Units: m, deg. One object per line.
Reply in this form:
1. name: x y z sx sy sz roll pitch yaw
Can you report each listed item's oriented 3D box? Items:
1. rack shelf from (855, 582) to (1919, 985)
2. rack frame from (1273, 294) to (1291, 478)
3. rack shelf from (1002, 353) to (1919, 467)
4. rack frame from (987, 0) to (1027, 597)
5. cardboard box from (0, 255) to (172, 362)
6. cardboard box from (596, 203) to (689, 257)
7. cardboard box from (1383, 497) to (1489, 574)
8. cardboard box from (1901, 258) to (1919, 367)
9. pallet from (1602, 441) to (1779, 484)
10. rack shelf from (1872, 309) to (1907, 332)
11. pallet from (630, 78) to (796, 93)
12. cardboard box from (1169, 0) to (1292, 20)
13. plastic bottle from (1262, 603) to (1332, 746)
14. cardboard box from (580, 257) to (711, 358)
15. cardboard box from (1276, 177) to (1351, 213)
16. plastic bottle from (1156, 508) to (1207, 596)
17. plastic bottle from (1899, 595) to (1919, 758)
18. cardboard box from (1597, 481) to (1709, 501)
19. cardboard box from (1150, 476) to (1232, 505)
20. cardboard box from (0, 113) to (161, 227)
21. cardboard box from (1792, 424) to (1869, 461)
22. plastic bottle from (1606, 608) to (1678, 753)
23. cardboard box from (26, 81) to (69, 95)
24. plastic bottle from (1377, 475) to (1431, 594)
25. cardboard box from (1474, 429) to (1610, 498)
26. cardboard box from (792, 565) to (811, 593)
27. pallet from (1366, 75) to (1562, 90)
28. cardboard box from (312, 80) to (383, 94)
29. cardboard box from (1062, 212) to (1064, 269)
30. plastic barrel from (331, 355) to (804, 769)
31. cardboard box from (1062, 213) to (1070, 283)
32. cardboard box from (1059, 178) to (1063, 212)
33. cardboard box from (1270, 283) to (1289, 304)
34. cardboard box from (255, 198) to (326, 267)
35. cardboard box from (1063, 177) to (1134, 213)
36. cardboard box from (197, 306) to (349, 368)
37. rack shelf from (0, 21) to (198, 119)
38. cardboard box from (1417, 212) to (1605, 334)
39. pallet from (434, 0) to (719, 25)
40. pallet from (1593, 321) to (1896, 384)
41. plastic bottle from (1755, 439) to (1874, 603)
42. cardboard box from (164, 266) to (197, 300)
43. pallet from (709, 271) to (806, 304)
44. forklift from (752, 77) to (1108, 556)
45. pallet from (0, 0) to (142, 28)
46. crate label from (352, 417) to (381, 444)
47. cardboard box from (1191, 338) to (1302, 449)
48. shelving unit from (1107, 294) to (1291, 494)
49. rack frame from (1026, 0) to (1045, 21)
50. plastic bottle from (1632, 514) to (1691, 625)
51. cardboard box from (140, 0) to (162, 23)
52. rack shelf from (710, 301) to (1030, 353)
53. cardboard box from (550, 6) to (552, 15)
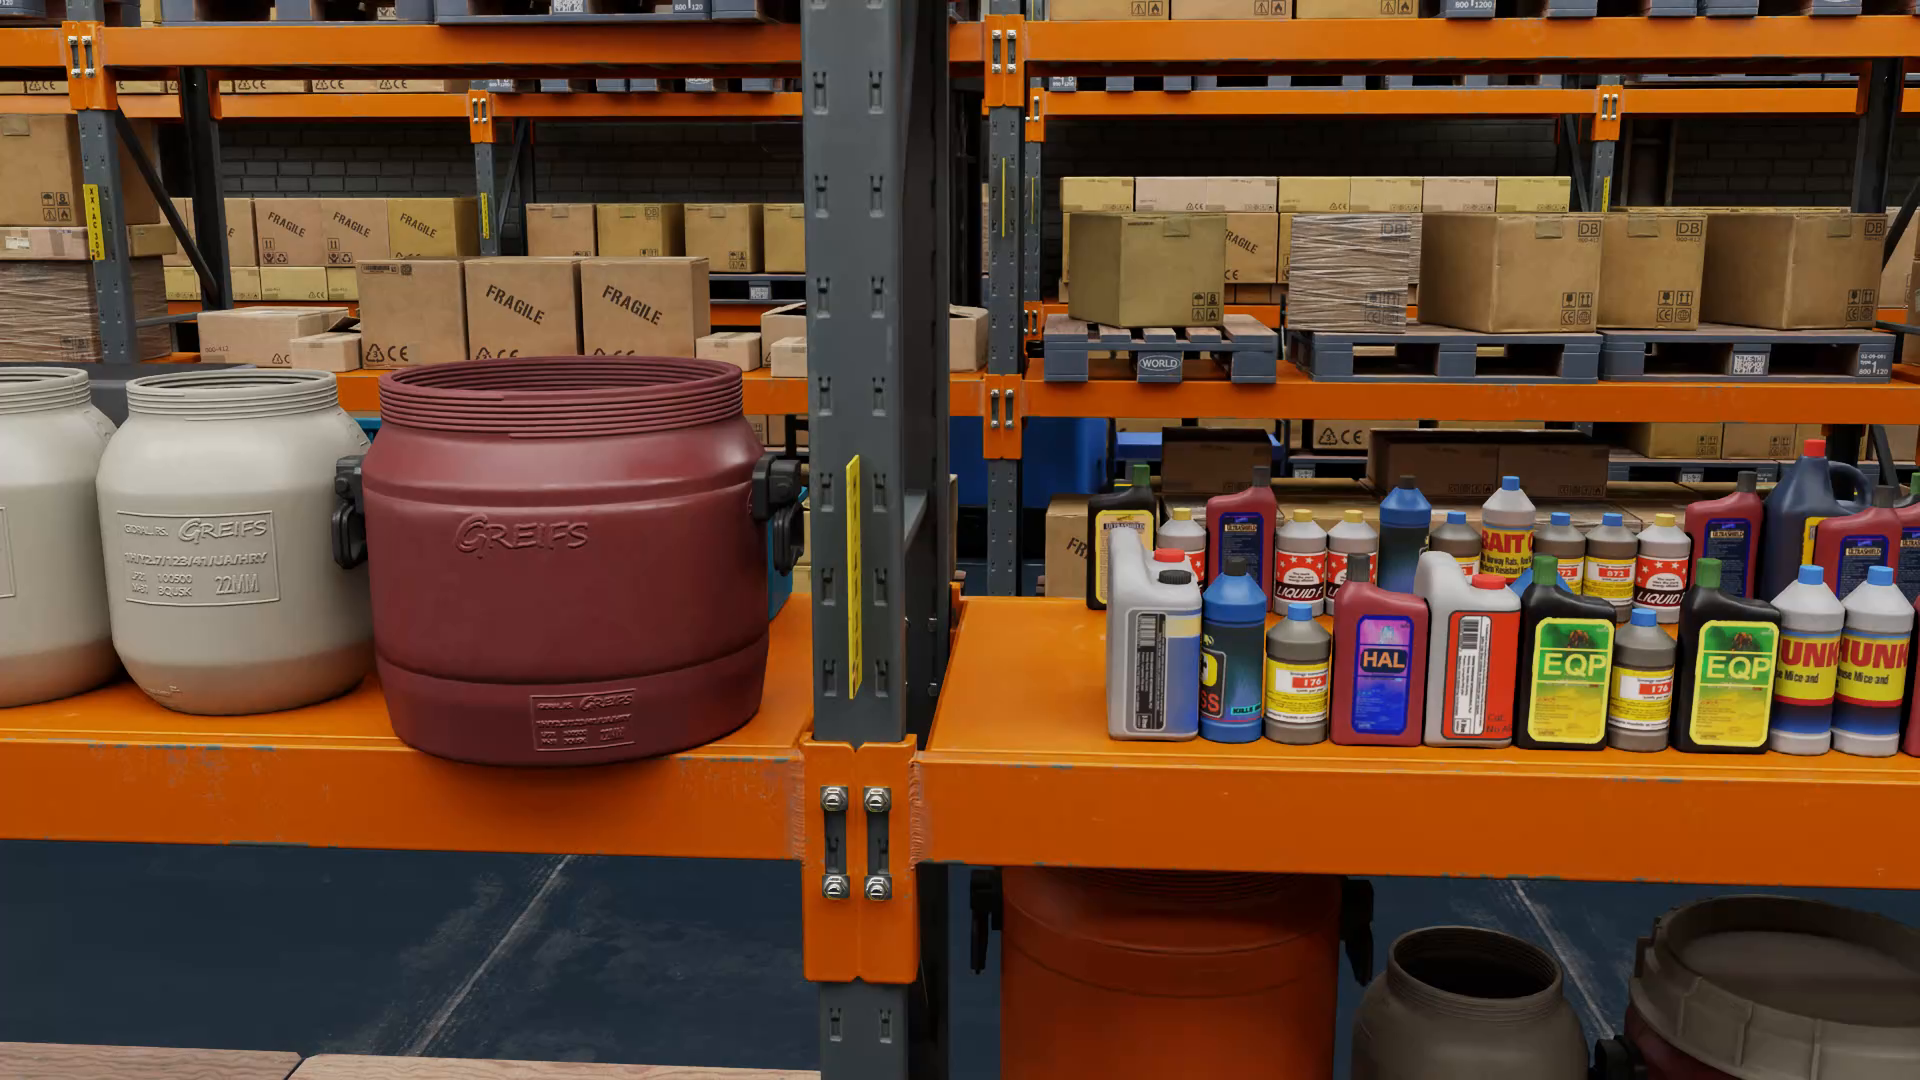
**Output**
1. rack shelf: 1.879 0.398 2.797 4.000 0.370 1.077 1 12 4
2. rack frame: 1.930 -0.698 9.940 0.032 1.500 0.500 1 12 4
3. rack shelf: 2.214 -0.614 7.634 4.000 0.370 1.077 1 12 4
4. rack frame: 0.219 -0.993 7.691 0.127 3.000 1.000 1 12 4
5. cardboard box: -4.216 -1.102 7.965 0.500 0.500 0.700 0 12 2
6. cardboard box: -2.383 -2.301 12.625 0.500 0.500 0.700 2 12 10
7. cardboard box: 2.198 0.099 7.498 0.500 0.500 0.500 0 12 2
8. cardboard box: 4.726 -1.033 7.637 0.500 0.500 0.500 1 12 5
9. pallet: 5.290 -0.559 12.427 1.213 0.211 1.003 1 12 4
10. rack shelf: 6.532 -1.571 12.210 4.000 0.370 1.077 1 12 4
11. pallet: -1.801 -3.393 12.294 1.003 0.211 1.213 1 12 4
12. cardboard box: 1.165 -2.505 7.345 0.500 0.500 0.910 1 12 4
13. plastic bottle: 0.505 0.196 2.489 0.097 0.201 0.097 0 12 0
14. cardboard box: -1.457 -1.062 7.775 0.500 0.500 0.500 0 12 1
15. cardboard box: 2.527 -2.499 12.038 0.500 0.250 0.500 1 12 3
16. plastic bottle: 0.430 0.039 3.239 0.097 0.201 0.097 0 12 0
17. plastic bottle: 1.444 0.173 2.402 0.133 0.283 0.061 1 12 4
18. cardboard box: 3.210 0.008 7.934 0.500 0.500 0.500 1 12 5
19. cardboard box: 1.167 -0.020 8.070 0.500 0.500 0.500 1 12 6
20. cardboard box: -4.216 -1.737 7.833 0.500 0.500 0.700 1 12 4
21. cardboard box: 6.289 -0.887 12.260 0.500 0.500 0.700 1 12 5
22. plastic bottle: 1.003 0.203 2.457 0.097 0.201 0.097 0 12 0
23. cardboard box: -6.586 -3.572 12.397 0.500 0.500 0.500 2 12 8
24. plastic bottle: 0.854 0.011 3.204 0.097 0.271 0.097 0 12 0
25. cardboard box: 2.745 -0.368 7.899 0.500 0.250 0.500 1 12 4
26. cardboard box: -0.837 0.183 7.756 0.500 0.250 0.500 1 12 3
27. pallet: 3.619 -3.328 11.992 1.217 0.209 0.805 0 12 1
28. cardboard box: -4.469 -3.553 12.309 0.500 0.500 0.500 0 12 -1
29. cardboard box: 1.035 -2.257 12.713 0.500 0.500 0.500 1 12 4
30. plastic barrel: -0.599 0.007 2.574 0.708 0.536 0.600 1 12 4
31. cardboard box: 1.013 -2.151 12.205 0.500 0.500 0.500 1 12 5
32. cardboard box: 1.016 -2.624 12.633 0.500 0.250 0.500 1 12 5
33. cardboard box: 2.390 -1.822 12.215 0.250 0.149 0.380 1 12 4
34. cardboard box: -4.938 -2.322 12.527 0.500 0.500 0.500 0 12 2
35. cardboard box: 1.010 -2.518 12.126 0.500 0.250 0.500 1 12 5
36. cardboard box: -3.278 -0.977 7.979 0.500 0.250 0.500 2 12 7
37. rack shelf: -5.768 -2.192 7.850 4.000 0.370 1.077 1 12 4
38. cardboard box: 2.443 -1.205 7.432 0.500 0.500 0.700 -2 12 -11
39. pallet: -1.581 -2.375 7.431 1.213 0.211 1.003 1 12 6
40. pallet: 3.420 -0.878 7.608 1.213 0.211 1.003 1 12 4
41. plastic bottle: 1.612 -0.013 3.123 0.185 0.351 0.144 1 12 4
42. cardboard box: -5.944 -1.967 12.665 0.500 0.250 0.500 1 12 3
43. pallet: -1.432 -1.930 12.638 1.213 0.211 1.003 1 12 4
44. forklift: -0.640 -1.475 10.160 3.031 2.935 1.130 3 12 13
45. pallet: -4.625 -2.479 7.685 1.213 0.211 1.003 1 12 4
46. crate label: -1.089 -0.068 3.179 0.616 0.435 0.502 1 12 4
47. cardboard box: 2.144 -1.109 12.467 0.750 0.750 0.750 1 12 3
48. shelving unit: 1.423 -0.705 9.977 1.048 1.500 0.538 1 12 4
49. rack frame: 0.546 -4.942 11.915 0.127 3.000 1.000 1 12 4
50. plastic bottle: 1.340 0.052 3.179 0.097 0.201 0.097 0 12 0
51. cardboard box: -6.059 -4.054 12.264 0.500 0.500 0.500 1 12 5
52. rack shelf: -1.450 -1.681 12.734 4.000 0.370 1.077 1 12 4
53. cardboard box: -2.905 -3.759 12.317 0.500 0.500 0.500 3 12 12
